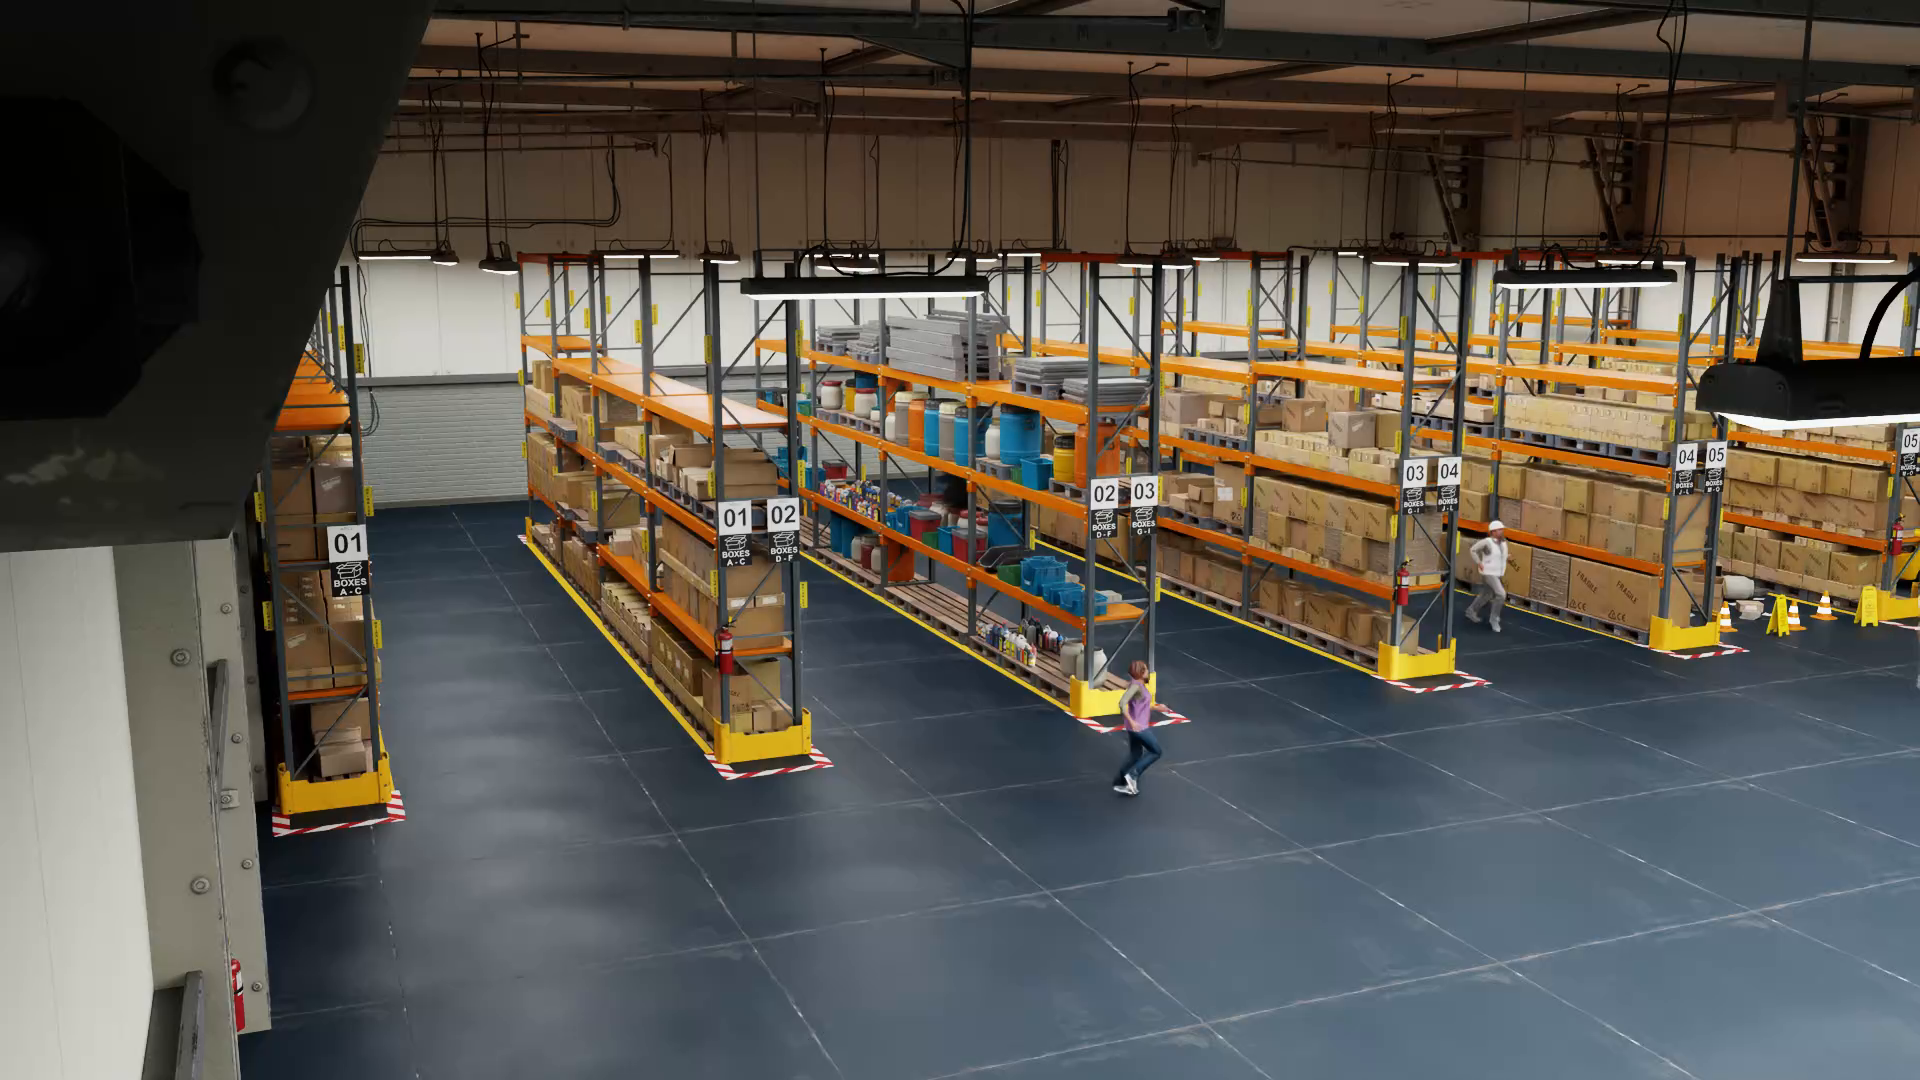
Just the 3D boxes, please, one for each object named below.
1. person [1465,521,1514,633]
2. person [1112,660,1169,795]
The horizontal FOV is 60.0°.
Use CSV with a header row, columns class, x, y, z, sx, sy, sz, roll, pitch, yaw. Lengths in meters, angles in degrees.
class,x,y,z,sx,sy,sz,roll,pitch,yaw
person,8.595,0.577,27.056,0.544,1.820,0.815,-9,14,-40
person,2.056,2.137,18.920,0.625,1.566,0.509,0,10,3
